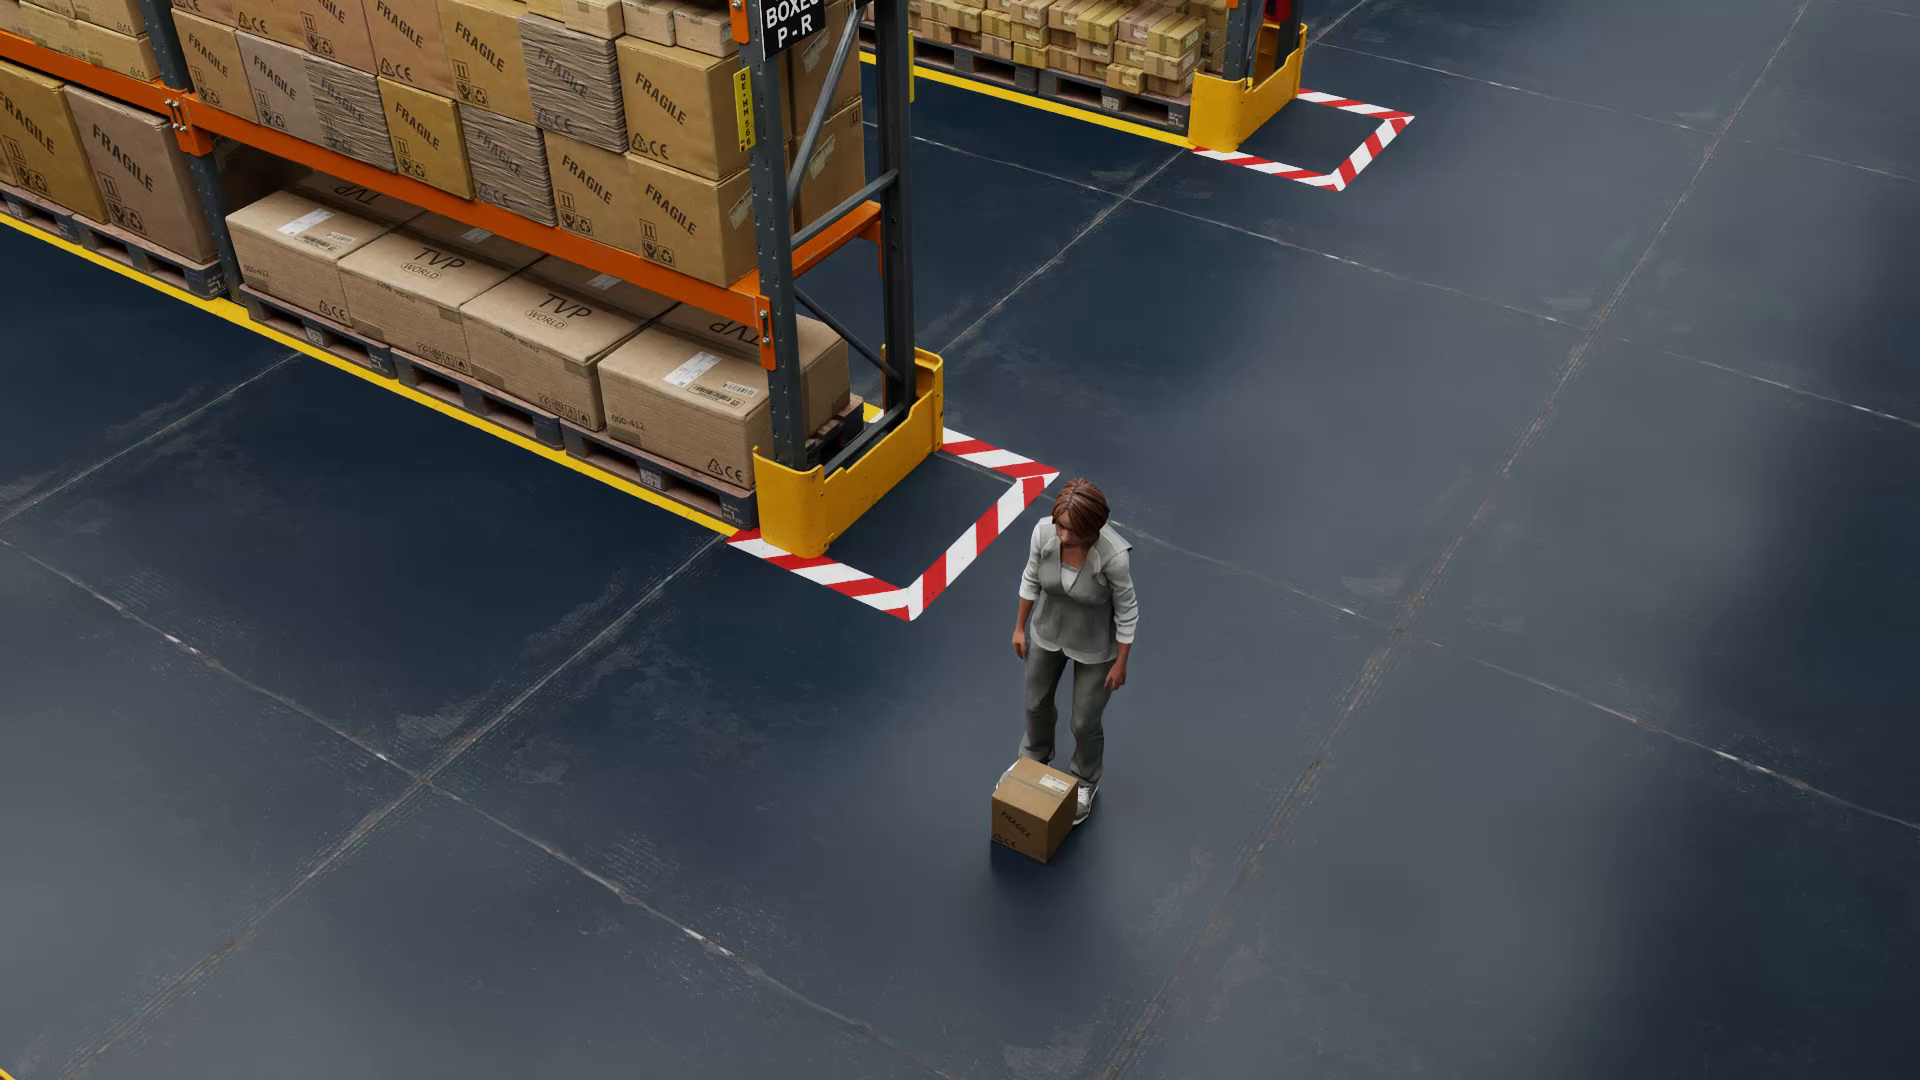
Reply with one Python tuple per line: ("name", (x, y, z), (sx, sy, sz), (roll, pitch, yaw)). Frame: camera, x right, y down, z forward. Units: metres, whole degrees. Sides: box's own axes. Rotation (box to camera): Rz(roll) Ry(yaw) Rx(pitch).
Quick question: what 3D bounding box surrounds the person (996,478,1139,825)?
("person", (0.417, 0.393, 6.201), (0.485, 1.594, 0.341), (19, 43, 22))
